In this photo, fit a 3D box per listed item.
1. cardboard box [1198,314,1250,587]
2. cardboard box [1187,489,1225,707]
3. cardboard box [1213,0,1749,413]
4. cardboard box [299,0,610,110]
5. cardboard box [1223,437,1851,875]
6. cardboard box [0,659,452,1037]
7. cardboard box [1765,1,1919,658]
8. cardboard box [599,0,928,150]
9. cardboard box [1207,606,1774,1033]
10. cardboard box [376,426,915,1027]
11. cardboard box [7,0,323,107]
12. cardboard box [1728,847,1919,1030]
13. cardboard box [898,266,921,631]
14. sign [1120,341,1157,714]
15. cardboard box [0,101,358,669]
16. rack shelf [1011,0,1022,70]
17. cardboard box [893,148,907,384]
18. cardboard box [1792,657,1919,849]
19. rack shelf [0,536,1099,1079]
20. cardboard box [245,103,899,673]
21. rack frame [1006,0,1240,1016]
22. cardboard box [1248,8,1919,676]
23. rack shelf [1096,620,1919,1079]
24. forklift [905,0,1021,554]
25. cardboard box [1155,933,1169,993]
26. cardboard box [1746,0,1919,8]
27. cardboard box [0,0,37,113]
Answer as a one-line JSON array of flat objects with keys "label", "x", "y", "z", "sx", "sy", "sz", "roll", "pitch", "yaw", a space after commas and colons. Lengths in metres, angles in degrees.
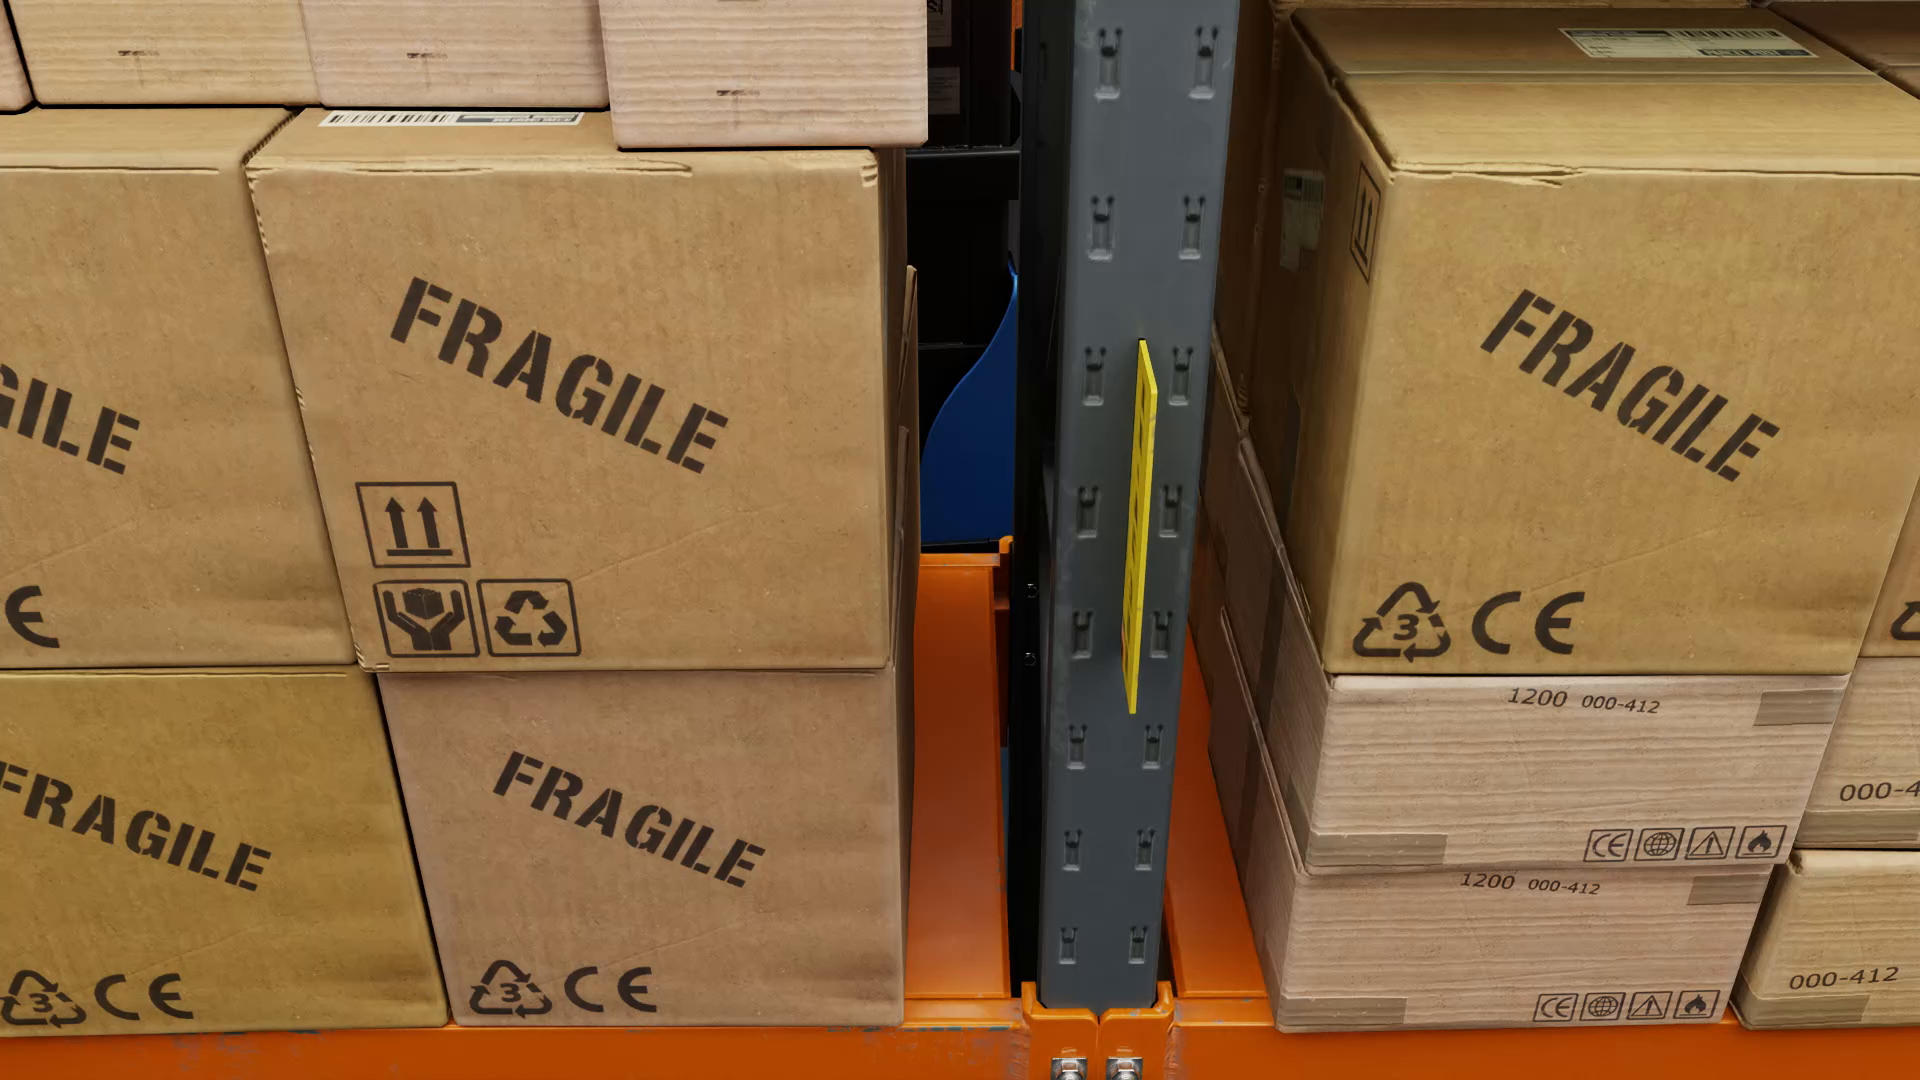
[{"label": "cardboard box", "x": 0.590, "y": -0.167, "z": 2.296, "sx": 0.500, "sy": 0.250, "sz": 0.500, "roll": 0, "pitch": 31, "yaw": 0}, {"label": "cardboard box", "x": 0.598, "y": 0.042, "z": 2.434, "sx": 0.500, "sy": 0.250, "sz": 0.500, "roll": -1, "pitch": 31, "yaw": -1}, {"label": "cardboard box", "x": 0.596, "y": -0.492, "z": 2.109, "sx": 0.500, "sy": 0.500, "sz": 0.500, "roll": 1, "pitch": 31, "yaw": 1}, {"label": "cardboard box", "x": -0.420, "y": -0.527, "z": 1.541, "sx": 0.250, "sy": 0.149, "sz": 0.380, "roll": 1, "pitch": 31, "yaw": 1}, {"label": "cardboard box", "x": 0.592, "y": 0.105, "z": 1.847, "sx": 0.500, "sy": 0.250, "sz": 0.500, "roll": -1, "pitch": 31, "yaw": -2}, {"label": "cardboard box", "x": -0.826, "y": 0.206, "z": 1.923, "sx": 0.500, "sy": 0.500, "sz": 0.500, "roll": -1, "pitch": 31, "yaw": -2}, {"label": "cardboard box", "x": 1.101, "y": -0.228, "z": 1.675, "sx": 0.500, "sy": 0.500, "sz": 0.500, "roll": 0, "pitch": 31, "yaw": -1}, {"label": "cardboard box", "x": -0.156, "y": -0.472, "z": 1.450, "sx": 0.250, "sy": 0.149, "sz": 0.380, "roll": -1, "pitch": 31, "yaw": -1}, {"label": "cardboard box", "x": 0.592, "y": 0.310, "z": 1.993, "sx": 0.500, "sy": 0.250, "sz": 0.500, "roll": -1, "pitch": 31, "yaw": -1}, {"label": "cardboard box", "x": -0.312, "y": 0.201, "z": 1.930, "sx": 0.500, "sy": 0.500, "sz": 0.500, "roll": 0, "pitch": 31, "yaw": 0}, {"label": "cardboard box", "x": -0.669, "y": -0.531, "z": 1.548, "sx": 0.250, "sy": 0.149, "sz": 0.380, "roll": 0, "pitch": 31, "yaw": 0}, {"label": "cardboard box", "x": 1.110, "y": 0.307, "z": 1.996, "sx": 0.500, "sy": 0.250, "sz": 0.500, "roll": -1, "pitch": 31, "yaw": -2}, {"label": "cardboard box", "x": -0.320, "y": -0.067, "z": 2.373, "sx": 0.500, "sy": 0.500, "sz": 0.500, "roll": 1, "pitch": 31, "yaw": 1}, {"label": "sign", "x": 0.155, "y": -0.006, "z": 1.457, "sx": 0.005, "sy": 0.325, "sz": 0.100, "roll": 0, "pitch": 31, "yaw": 0}, {"label": "cardboard box", "x": -0.827, "y": -0.218, "z": 1.658, "sx": 0.500, "sy": 0.500, "sz": 0.500, "roll": -1, "pitch": 31, "yaw": -1}, {"label": "rack shelf", "x": 2.117, "y": -2.163, "z": 6.618, "sx": 4.000, "sy": 0.370, "sz": 1.077, "roll": 0, "pitch": 31, "yaw": 0}, {"label": "cardboard box", "x": -0.327, "y": -0.484, "z": 2.096, "sx": 0.500, "sy": 0.500, "sz": 0.500, "roll": 0, "pitch": 31, "yaw": 0}, {"label": "cardboard box", "x": 1.113, "y": 0.089, "z": 1.874, "sx": 0.500, "sy": 0.250, "sz": 0.500, "roll": 0, "pitch": 31, "yaw": 0}, {"label": "rack shelf", "x": -1.849, "y": 0.424, "z": 2.353, "sx": 4.000, "sy": 0.370, "sz": 1.077, "roll": 0, "pitch": 31, "yaw": 0}, {"label": "cardboard box", "x": -0.320, "y": -0.216, "z": 1.653, "sx": 0.500, "sy": 0.500, "sz": 0.500, "roll": 0, "pitch": 31, "yaw": -1}, {"label": "rack frame", "x": 0.150, "y": 0.108, "z": 2.180, "sx": 0.053, "sy": 2.616, "sz": 0.949, "roll": 0, "pitch": 31, "yaw": 0}, {"label": "cardboard box", "x": 0.592, "y": -0.213, "z": 1.648, "sx": 0.500, "sy": 0.500, "sz": 0.500, "roll": 0, "pitch": 31, "yaw": 0}, {"label": "rack shelf", "x": 2.150, "y": 0.411, "z": 2.374, "sx": 4.000, "sy": 0.370, "sz": 1.077, "roll": 0, "pitch": 31, "yaw": 0}, {"label": "forklift", "x": -0.622, "y": -1.217, "z": 4.431, "sx": 3.031, "sy": 2.935, "sz": 1.130, "roll": -3, "pitch": 31, "yaw": -5}, {"label": "cardboard box", "x": 0.770, "y": 0.795, "z": 2.691, "sx": 0.875, "sy": 0.875, "sz": 0.875, "roll": 1, "pitch": 31, "yaw": 1}, {"label": "cardboard box", "x": 1.113, "y": -0.497, "z": 2.118, "sx": 0.500, "sy": 0.500, "sz": 0.500, "roll": 0, "pitch": 31, "yaw": 1}, {"label": "cardboard box", "x": -0.922, "y": -0.521, "z": 1.532, "sx": 0.250, "sy": 0.149, "sz": 0.380, "roll": 0, "pitch": 31, "yaw": -1}]
